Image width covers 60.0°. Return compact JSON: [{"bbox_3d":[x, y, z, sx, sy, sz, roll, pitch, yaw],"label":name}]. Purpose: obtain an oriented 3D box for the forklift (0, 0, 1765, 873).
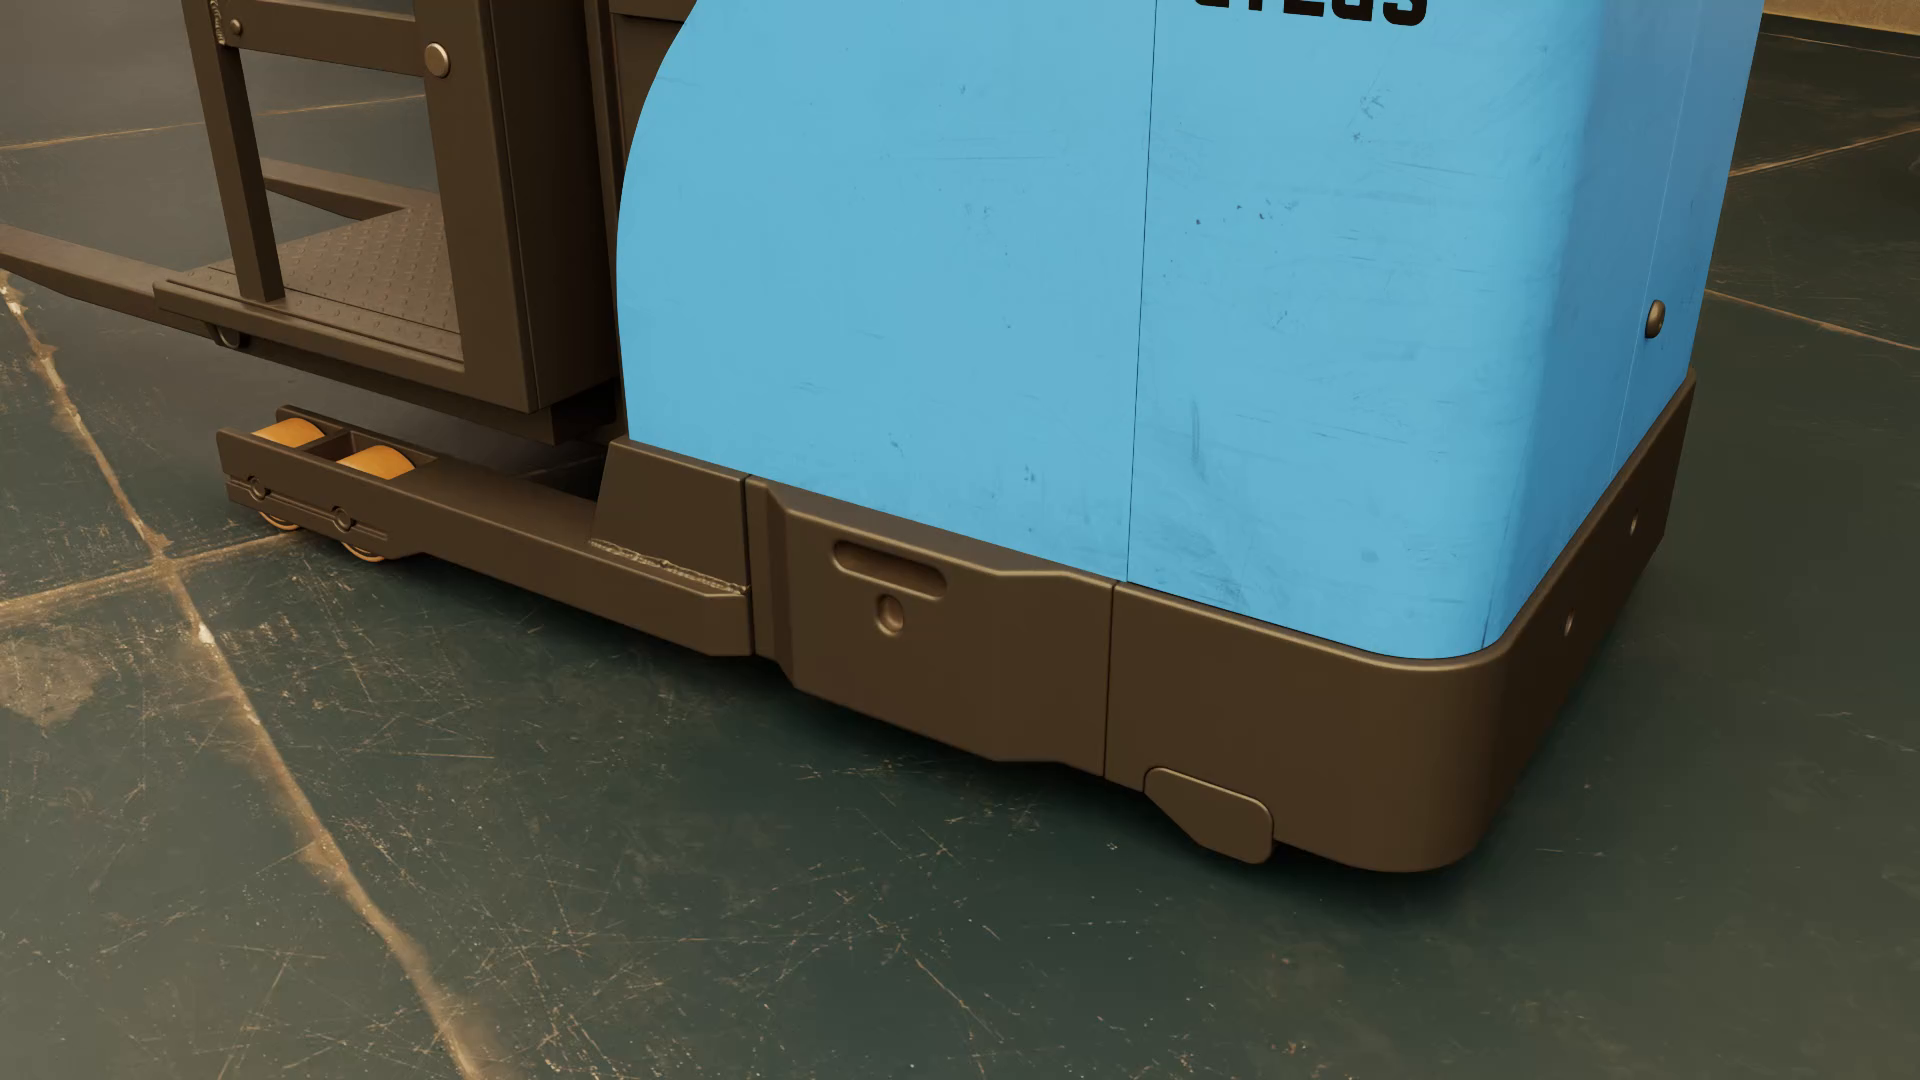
[{"bbox_3d":[-0.511,-1.459,2.139,3.031,2.935,1.130,16,31,29],"label":"forklift"}]
